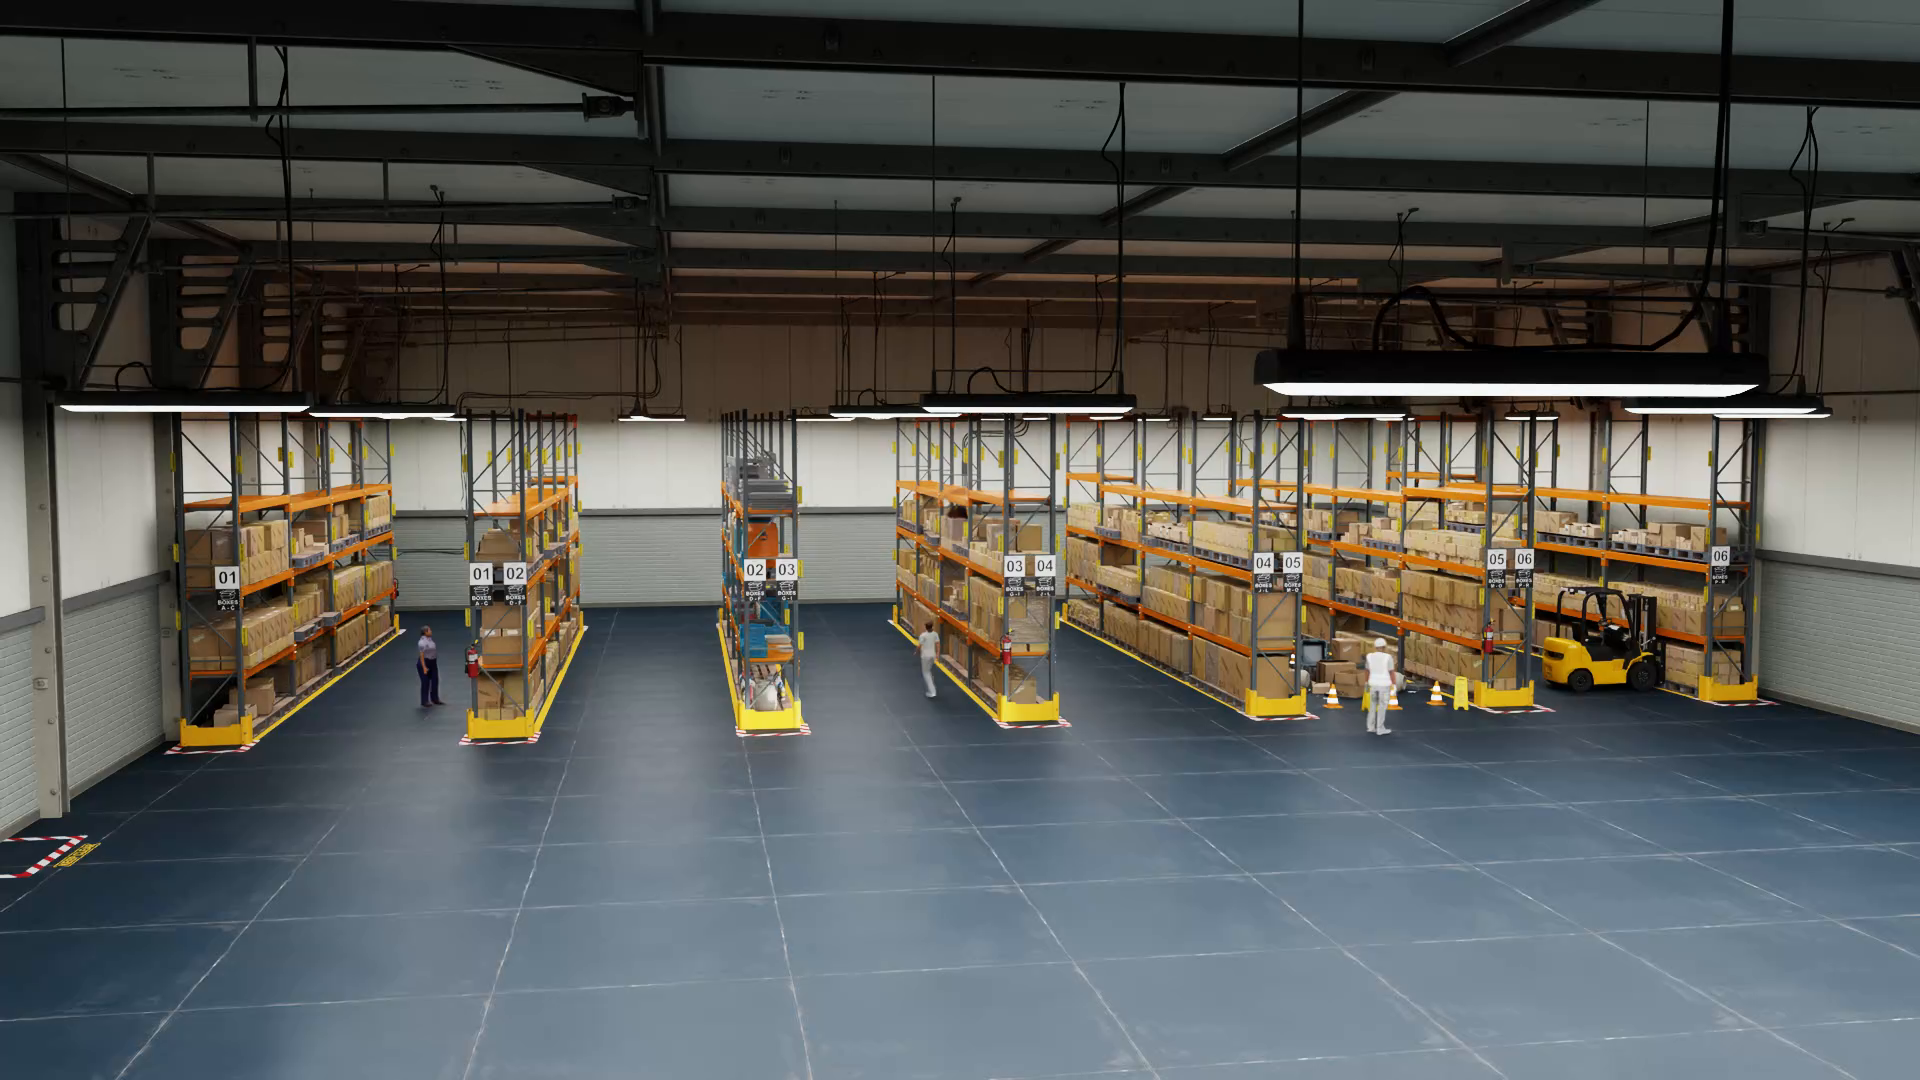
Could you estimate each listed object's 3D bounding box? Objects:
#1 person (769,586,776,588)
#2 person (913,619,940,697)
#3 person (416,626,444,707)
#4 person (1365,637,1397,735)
[{"bbox_3d":[-5.483,1.561,48.246,0.533,1.611,0.528,0,4,-6],"label":"person"},{"bbox_3d":[-0.707,2.499,34.898,0.510,1.705,0.621,-4,6,-44],"label":"person"},{"bbox_3d":[-10.795,2.556,33.785,0.413,1.654,0.539,1,4,17],"label":"person"},{"bbox_3d":[7.804,2.706,30.738,0.619,1.822,0.452,4,5,43],"label":"person"}]
